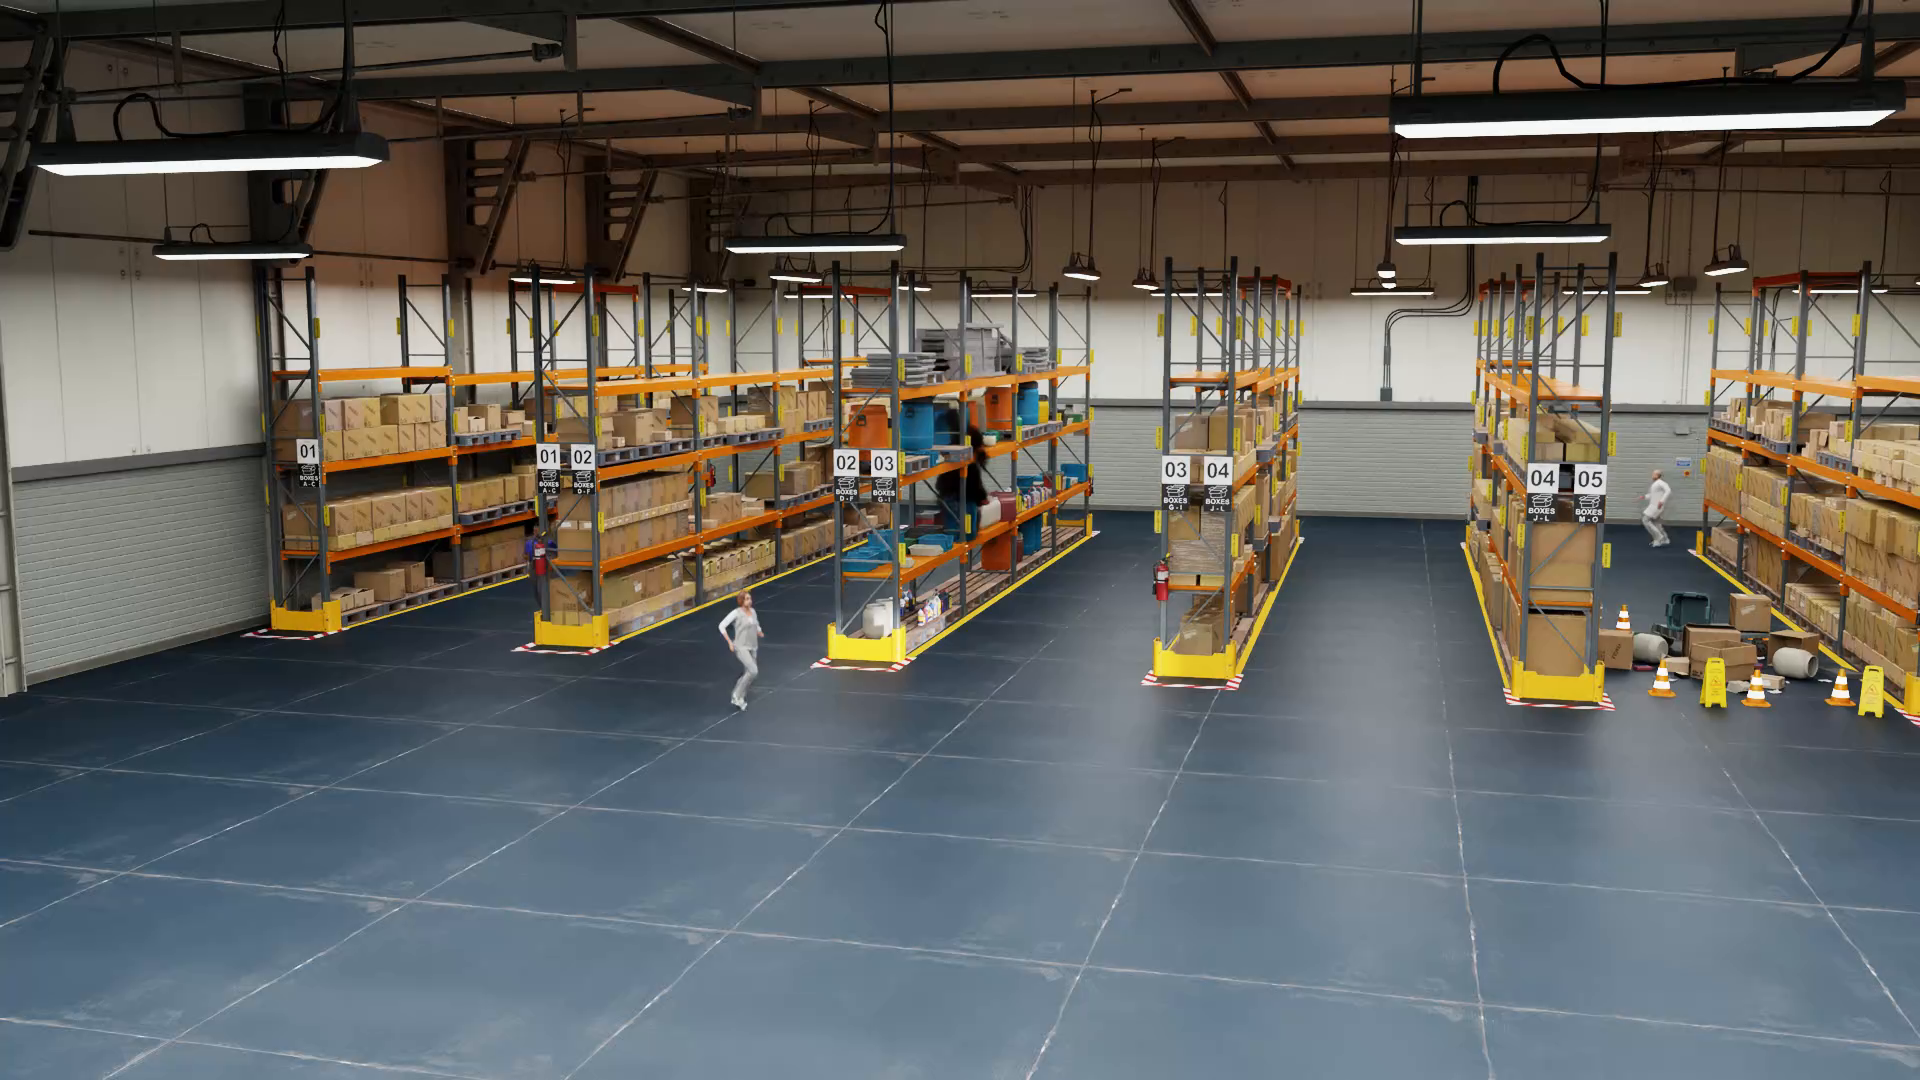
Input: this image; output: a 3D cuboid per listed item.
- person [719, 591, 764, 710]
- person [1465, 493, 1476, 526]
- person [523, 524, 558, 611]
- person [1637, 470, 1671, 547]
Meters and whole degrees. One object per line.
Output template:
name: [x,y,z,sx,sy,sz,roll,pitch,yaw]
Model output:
person: [-2.800,1.448,21.801,0.624,1.561,0.509,5,9,36]
person: [12.235,-0.783,39.238,0.634,1.587,0.586,3,8,19]
person: [-7.249,0.565,28.657,0.558,1.685,0.667,1,7,7]
person: [16.038,-0.723,38.395,0.751,1.801,0.737,2,8,16]
